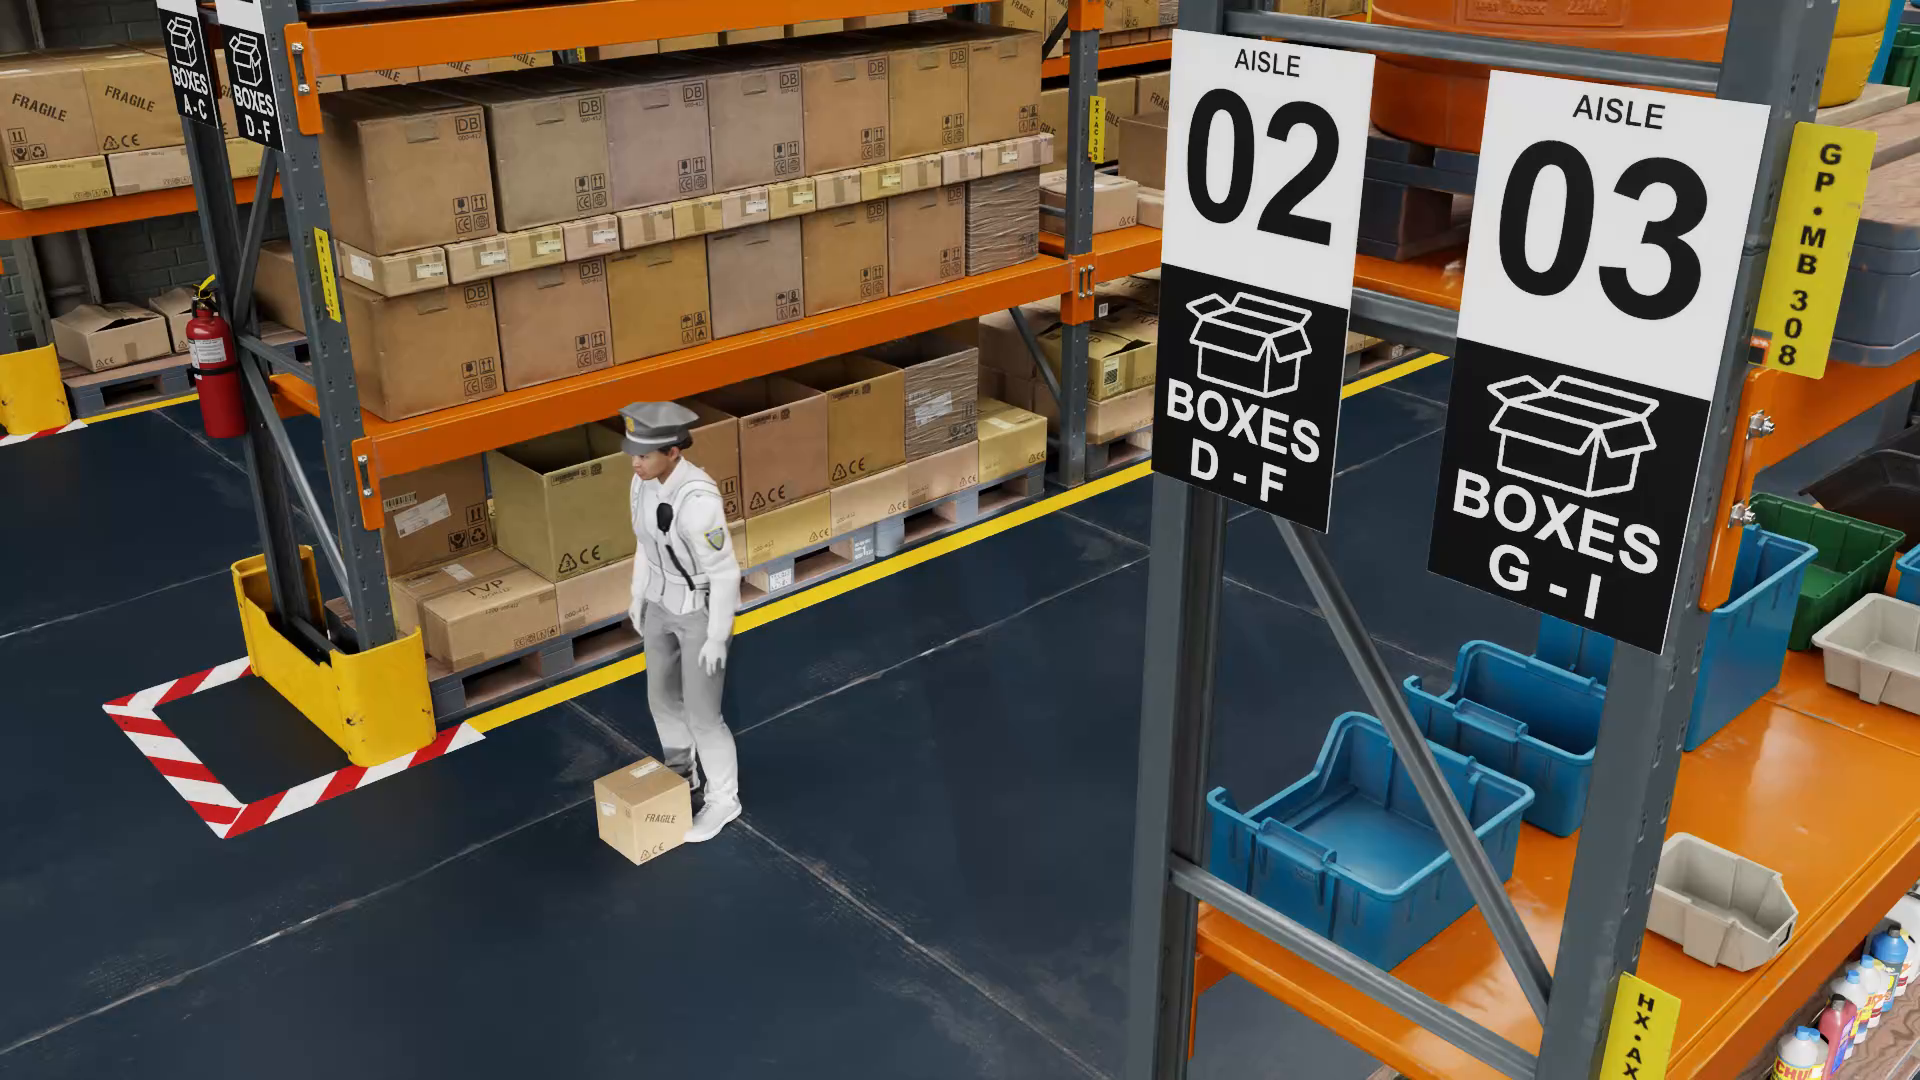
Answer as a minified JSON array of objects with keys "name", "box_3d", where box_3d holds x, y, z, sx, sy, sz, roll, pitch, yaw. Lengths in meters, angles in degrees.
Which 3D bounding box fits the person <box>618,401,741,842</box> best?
[{"name":"person","box_3d":[-0.995,0.283,5.979,0.378,1.663,0.537,-22,32,-39]}]
